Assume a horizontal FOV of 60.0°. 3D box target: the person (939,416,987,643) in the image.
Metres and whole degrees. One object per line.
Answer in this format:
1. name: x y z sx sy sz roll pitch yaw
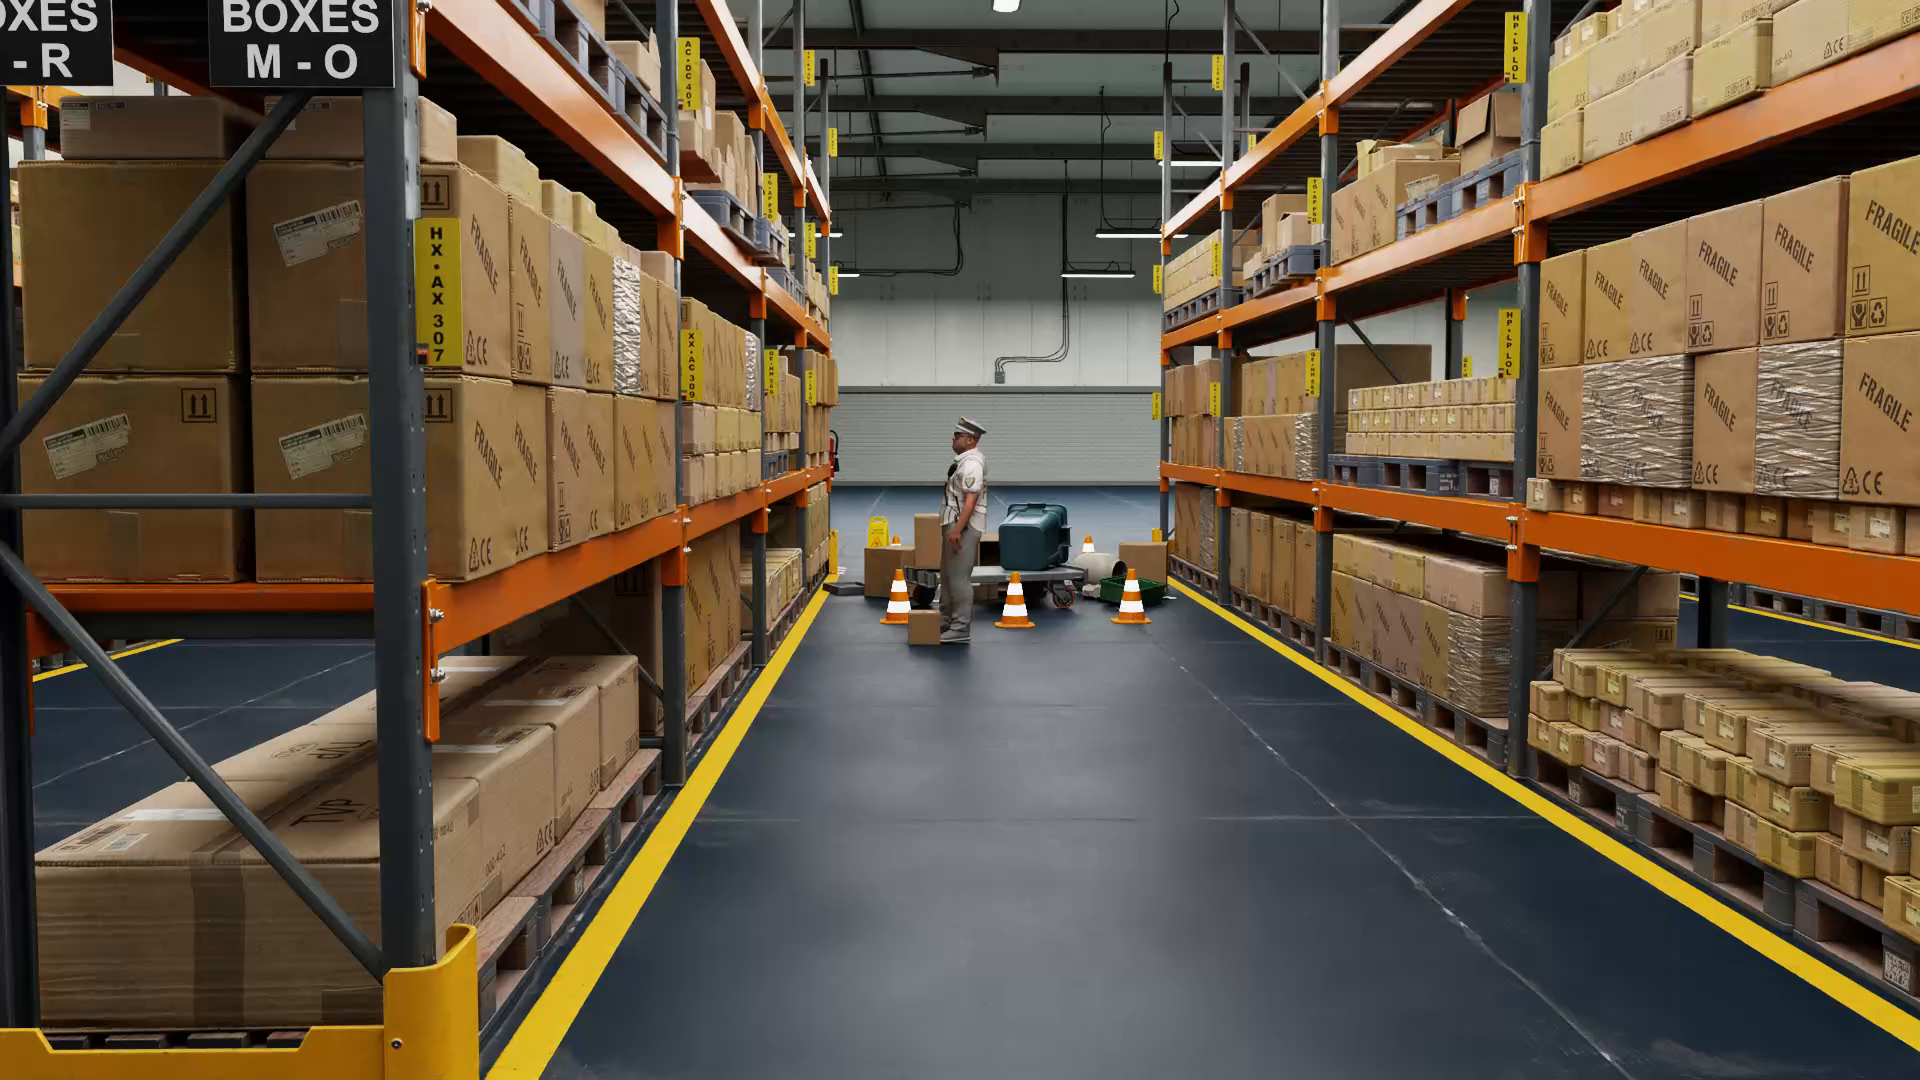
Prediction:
1. person: -0.070 -0.086 13.120 0.573 1.782 0.642 0 4 -1
